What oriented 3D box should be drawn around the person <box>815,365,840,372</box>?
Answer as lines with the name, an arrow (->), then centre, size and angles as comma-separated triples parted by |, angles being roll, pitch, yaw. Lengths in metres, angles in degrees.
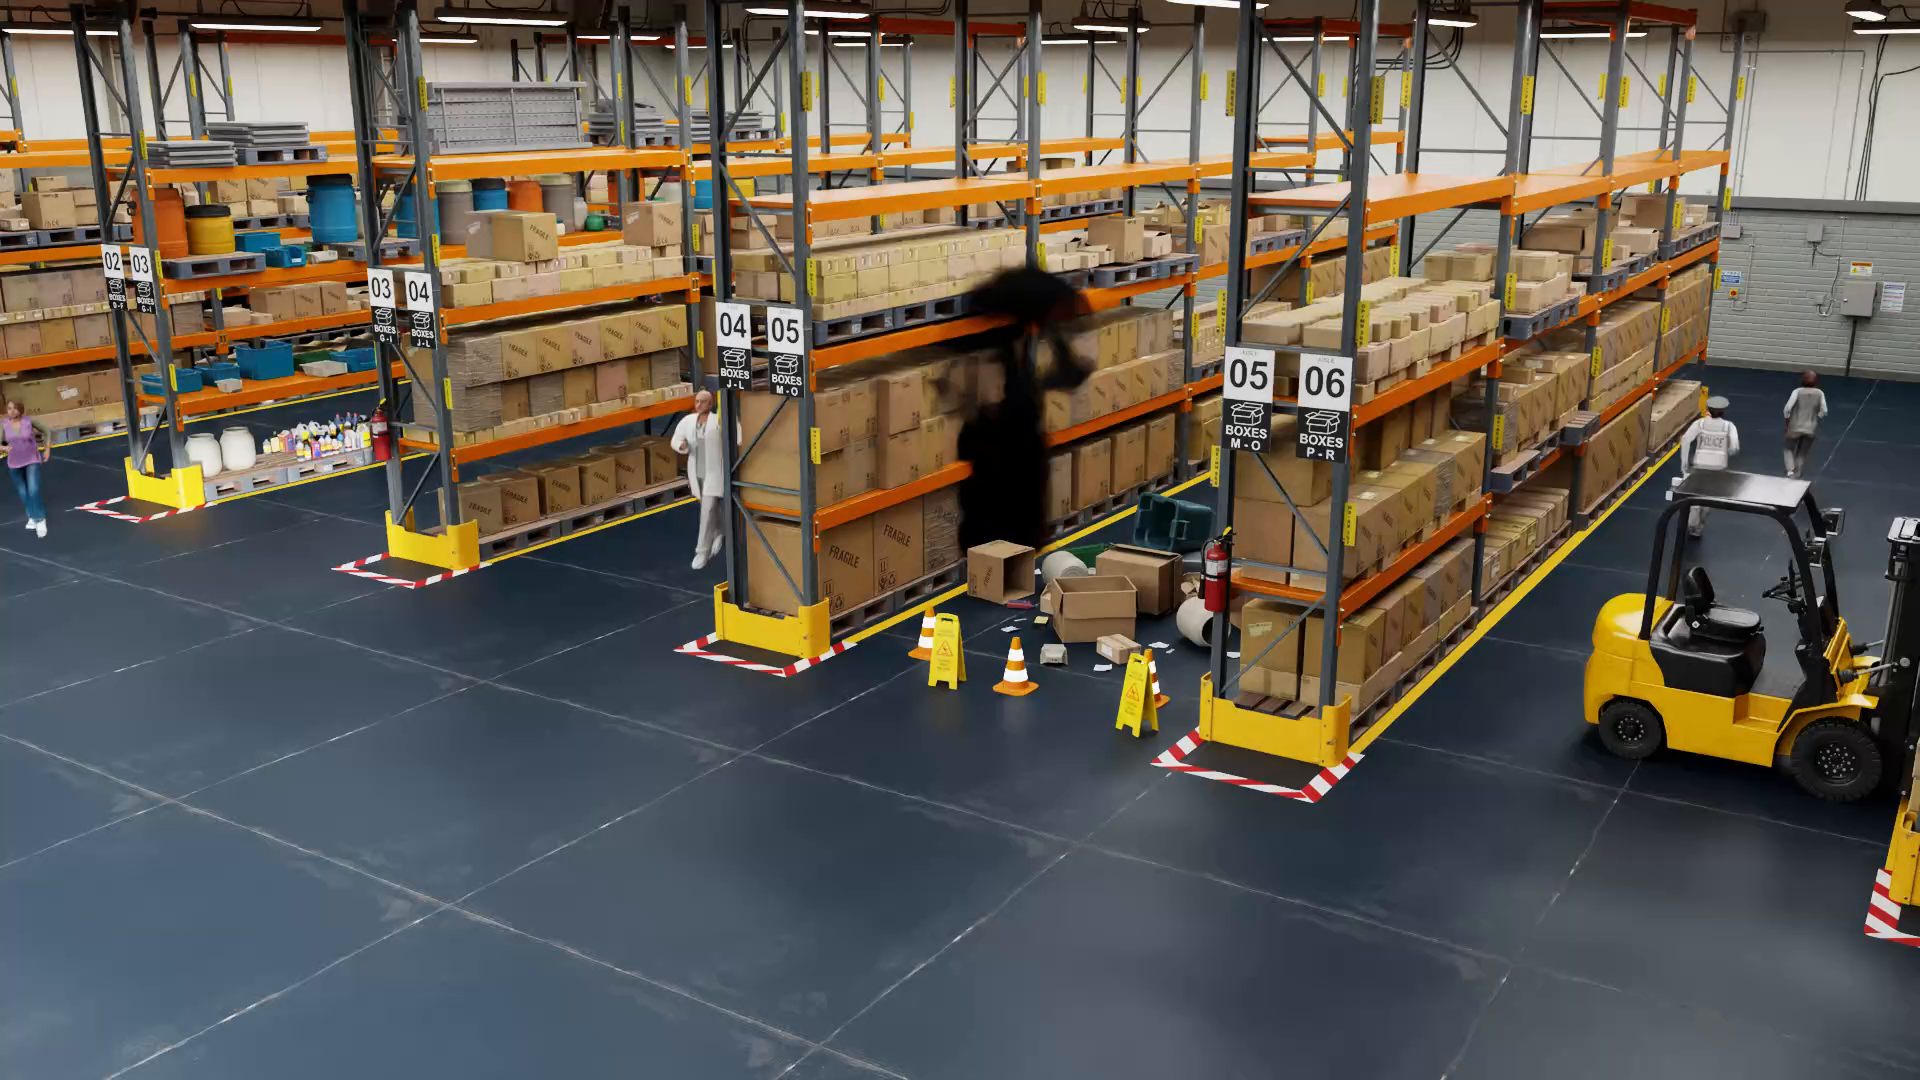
person -> -1.678, -1.477, 20.119 | 0.696, 1.842, 0.892 | 4, 16, 15

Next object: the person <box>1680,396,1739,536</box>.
person -> 8.624, -0.822, 19.194 | 0.602, 1.629, 0.678 | 10, 18, 32

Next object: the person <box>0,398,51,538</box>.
person -> -10.826, -0.836, 19.243 | 0.566, 1.633, 0.679 | -5, 16, -16

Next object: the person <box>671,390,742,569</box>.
person -> -2.658, -0.667, 17.440 | 0.706, 1.829, 0.980 | 5, 16, 17

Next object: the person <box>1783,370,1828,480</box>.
person -> 10.812, -1.412, 21.371 | 0.537, 1.562, 0.523 | 5, 16, 16
